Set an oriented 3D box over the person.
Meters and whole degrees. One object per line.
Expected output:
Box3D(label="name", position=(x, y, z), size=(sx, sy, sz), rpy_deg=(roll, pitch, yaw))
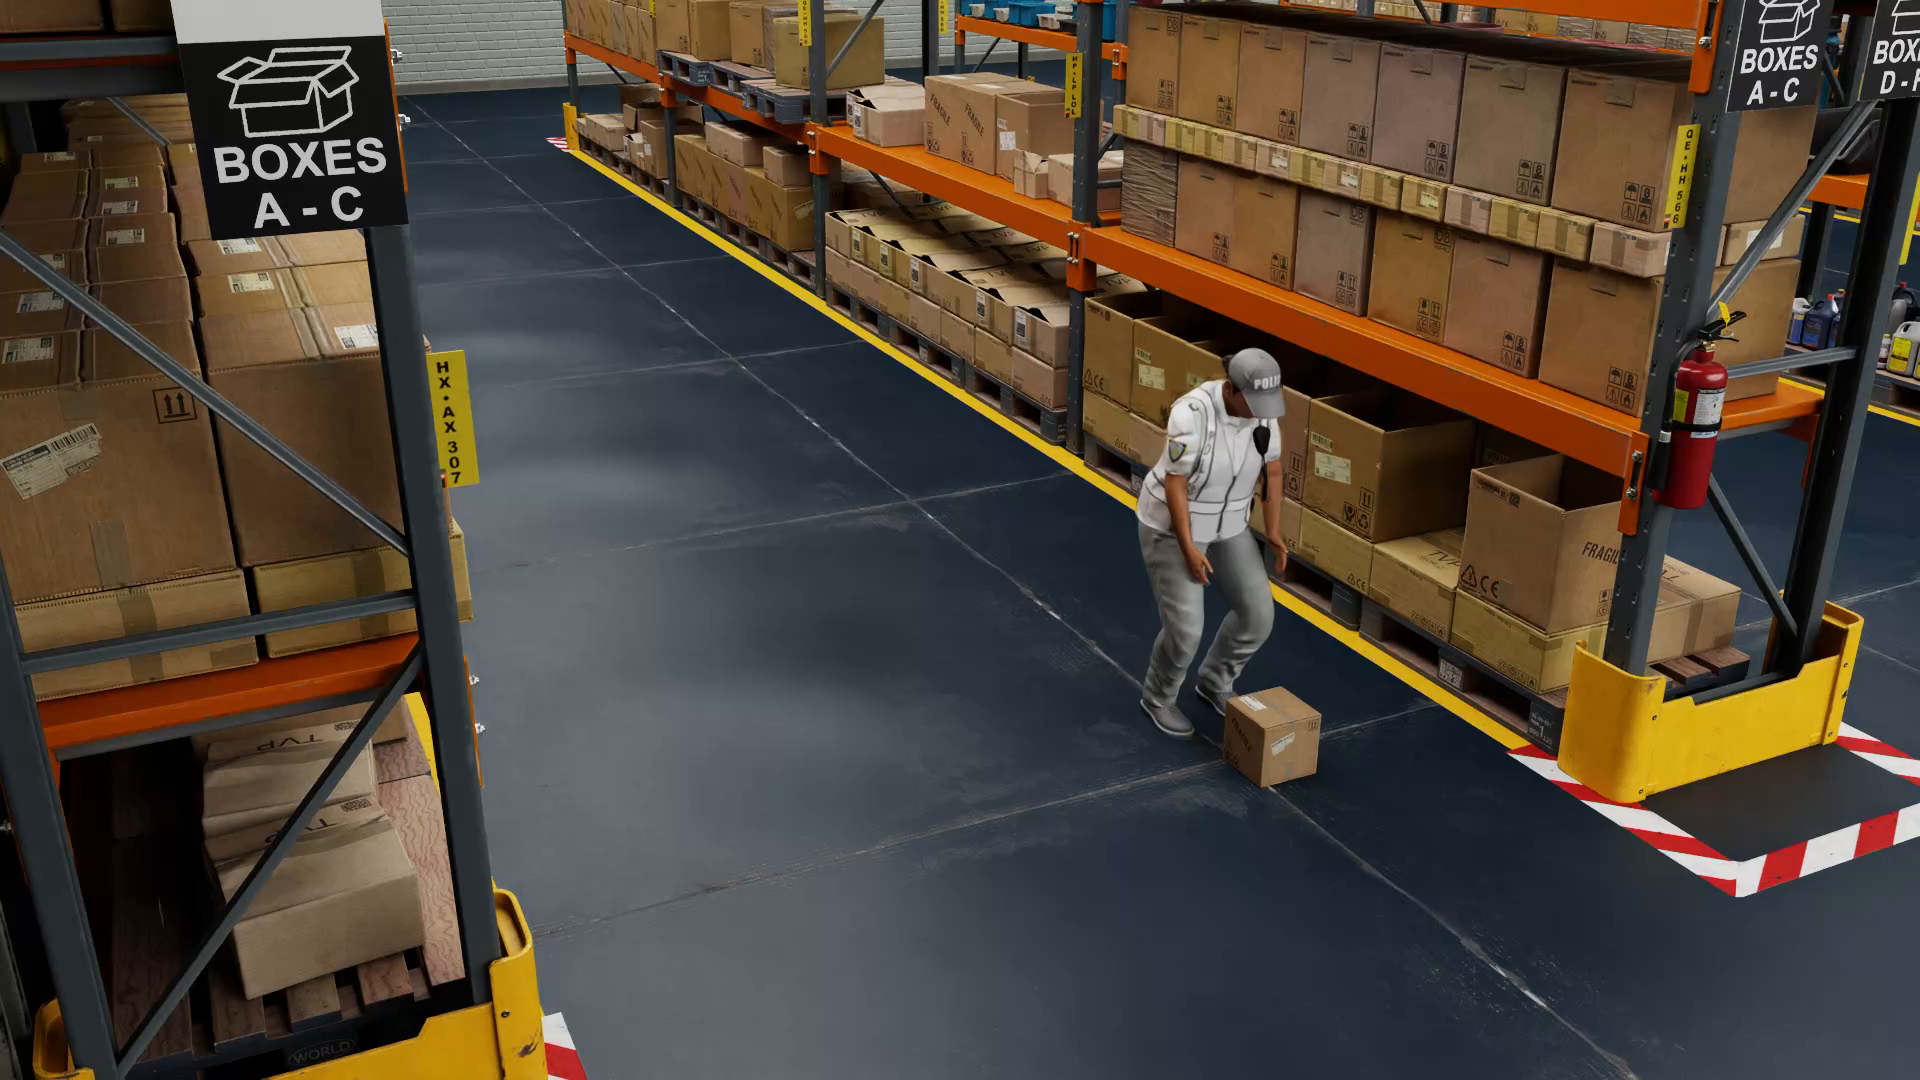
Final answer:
Box3D(label="person", position=(0.974, -0.016, 6.307), size=(0.519, 1.541, 0.591), rpy_deg=(-10, 25, -24))
